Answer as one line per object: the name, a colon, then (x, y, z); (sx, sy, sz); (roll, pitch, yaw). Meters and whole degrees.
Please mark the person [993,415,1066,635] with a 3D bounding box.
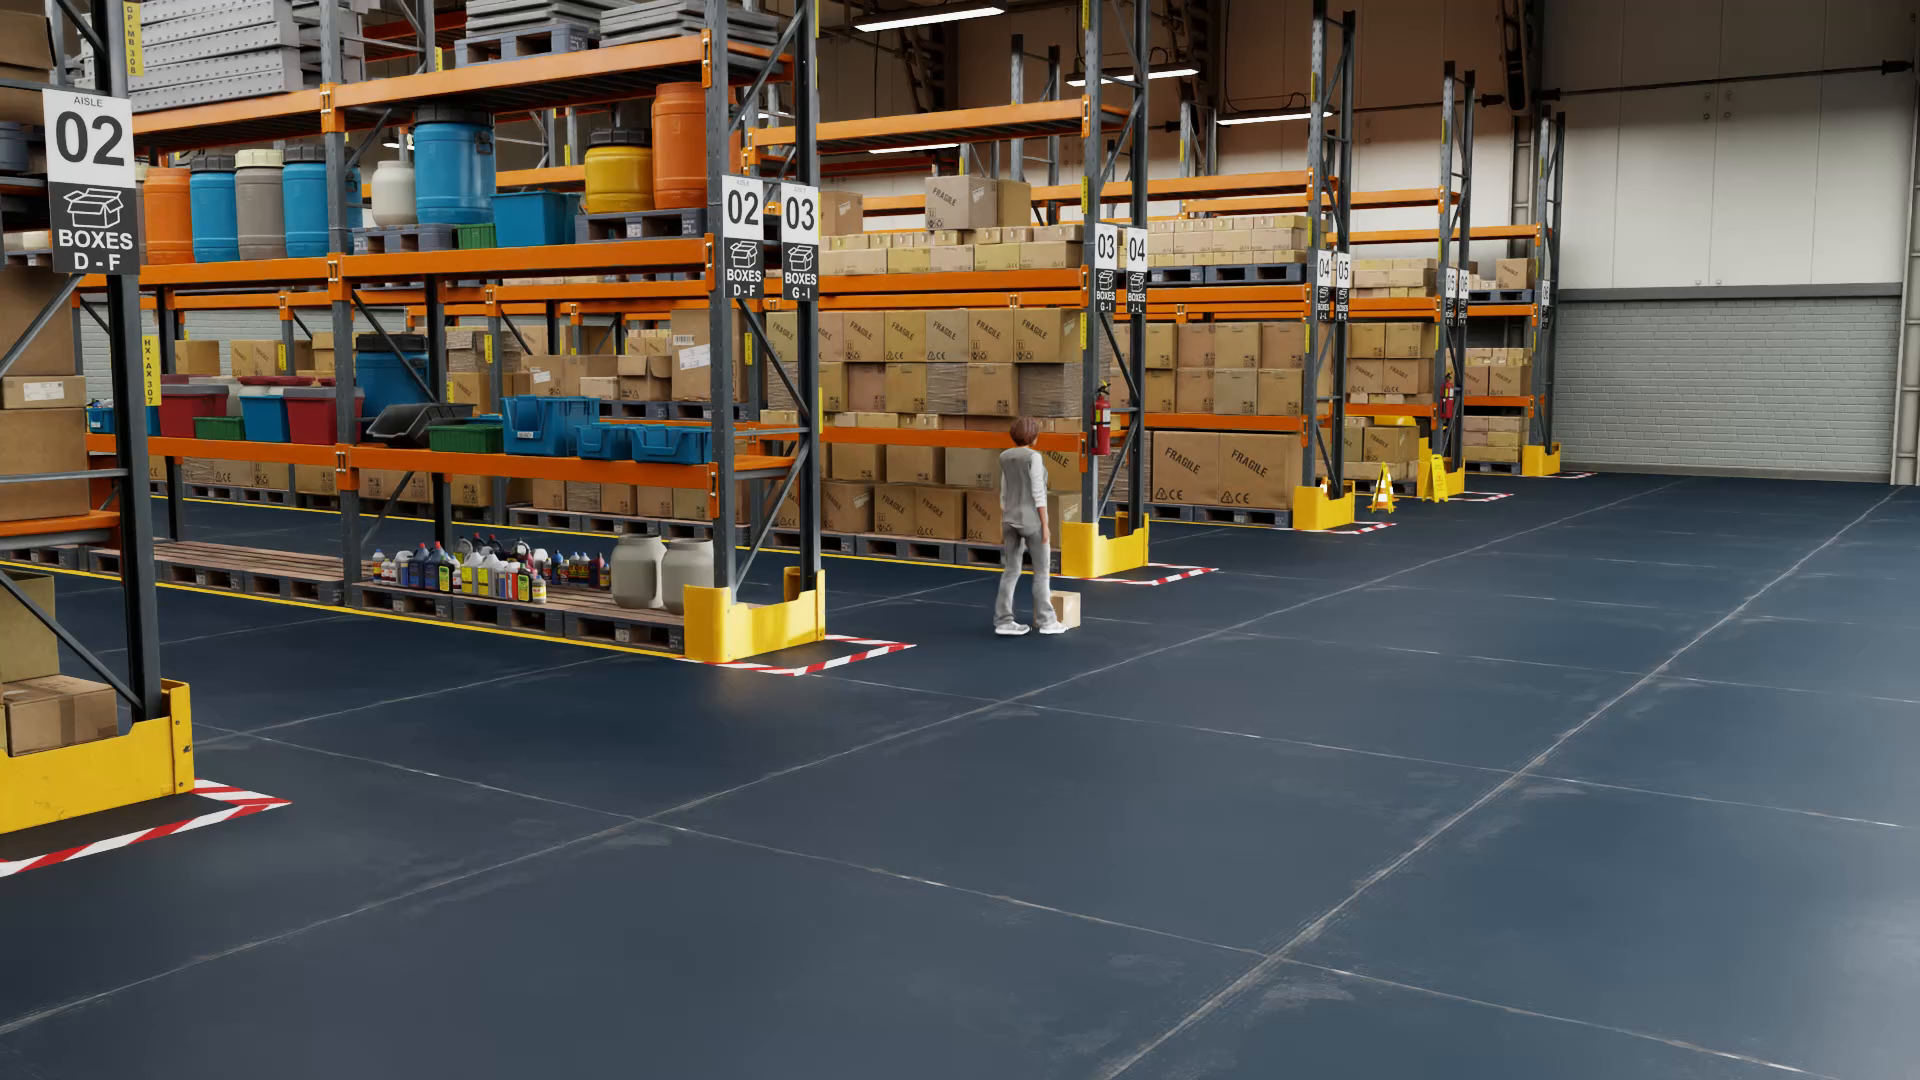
person: (0.509, -0.108, 12.075); (0.422, 1.595, 0.555); (6, 9, 44)
